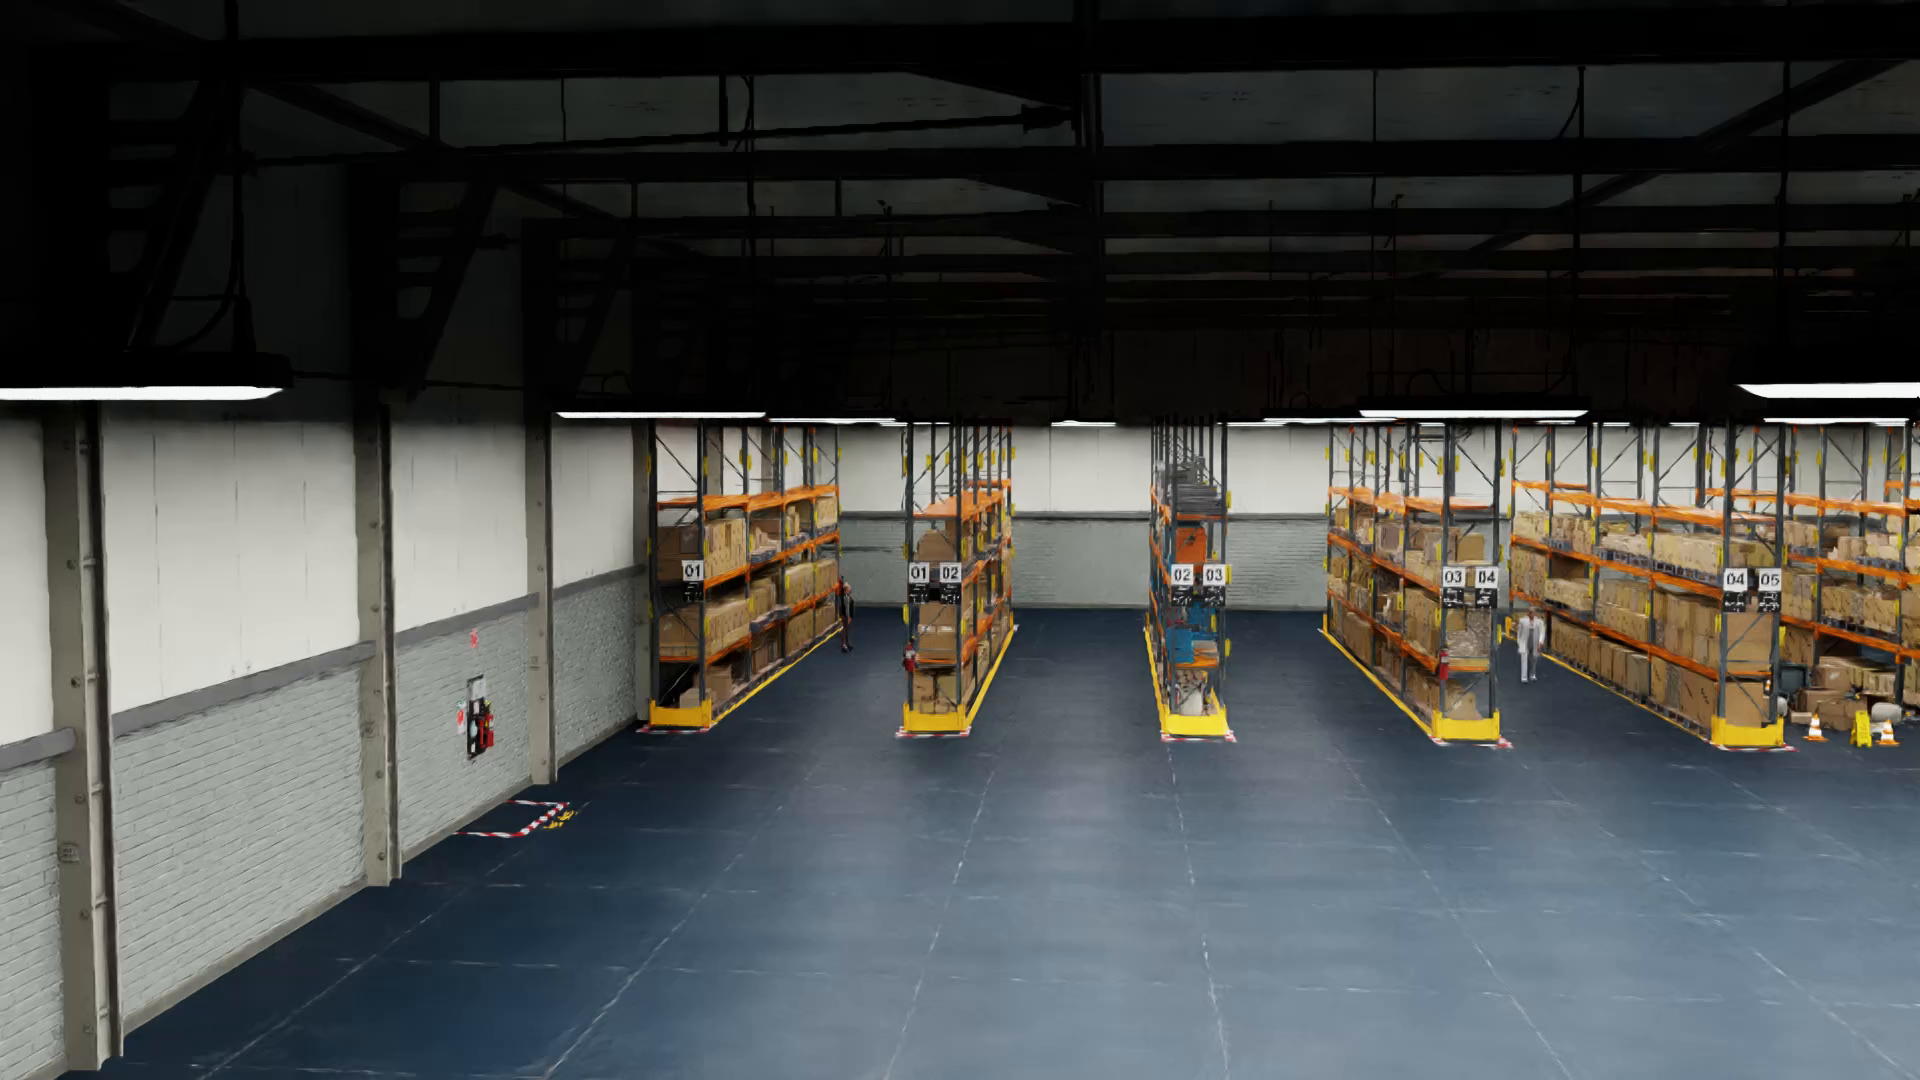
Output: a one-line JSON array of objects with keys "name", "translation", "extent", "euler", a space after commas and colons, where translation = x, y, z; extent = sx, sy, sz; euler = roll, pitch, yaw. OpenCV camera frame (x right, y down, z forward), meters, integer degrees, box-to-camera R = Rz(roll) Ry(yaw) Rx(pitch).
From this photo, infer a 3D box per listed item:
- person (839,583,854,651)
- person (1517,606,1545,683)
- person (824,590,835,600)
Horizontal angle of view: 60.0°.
[{"name": "person", "translation": [-2.902, 1.966, 42.782], "extent": [0.392, 1.725, 0.631], "euler": [-1, 4, -12]}, {"name": "person", "translation": [12.823, 2.337, 37.337], "extent": [0.573, 1.716, 1.050], "euler": [1, 4, 14]}, {"name": "person", "translation": [-3.979, 1.561, 49.469], "extent": [0.459, 1.651, 0.628], "euler": [2, 5, 32]}]
